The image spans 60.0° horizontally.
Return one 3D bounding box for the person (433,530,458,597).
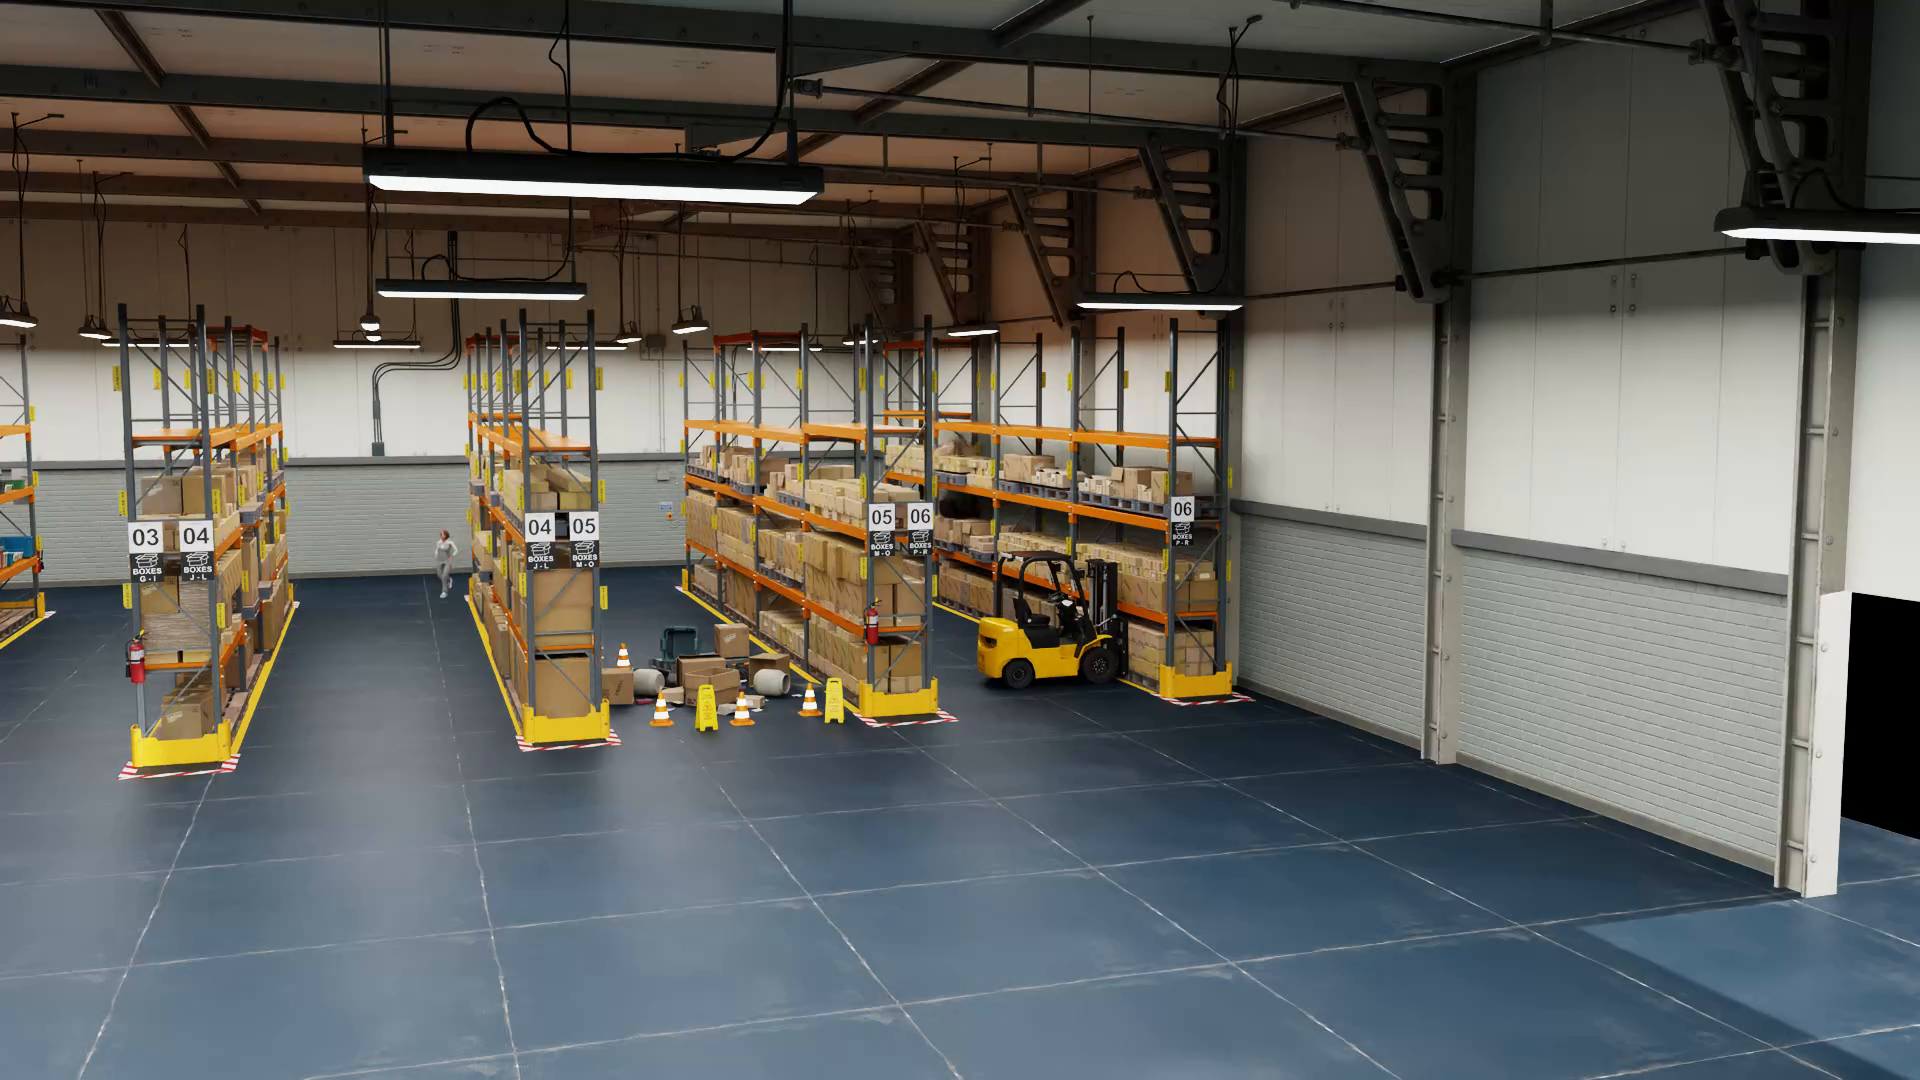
[{"bbox_3d":[-12.024,0.546,38.942,0.546,1.563,0.604,1,6,12],"label":"person"}]
